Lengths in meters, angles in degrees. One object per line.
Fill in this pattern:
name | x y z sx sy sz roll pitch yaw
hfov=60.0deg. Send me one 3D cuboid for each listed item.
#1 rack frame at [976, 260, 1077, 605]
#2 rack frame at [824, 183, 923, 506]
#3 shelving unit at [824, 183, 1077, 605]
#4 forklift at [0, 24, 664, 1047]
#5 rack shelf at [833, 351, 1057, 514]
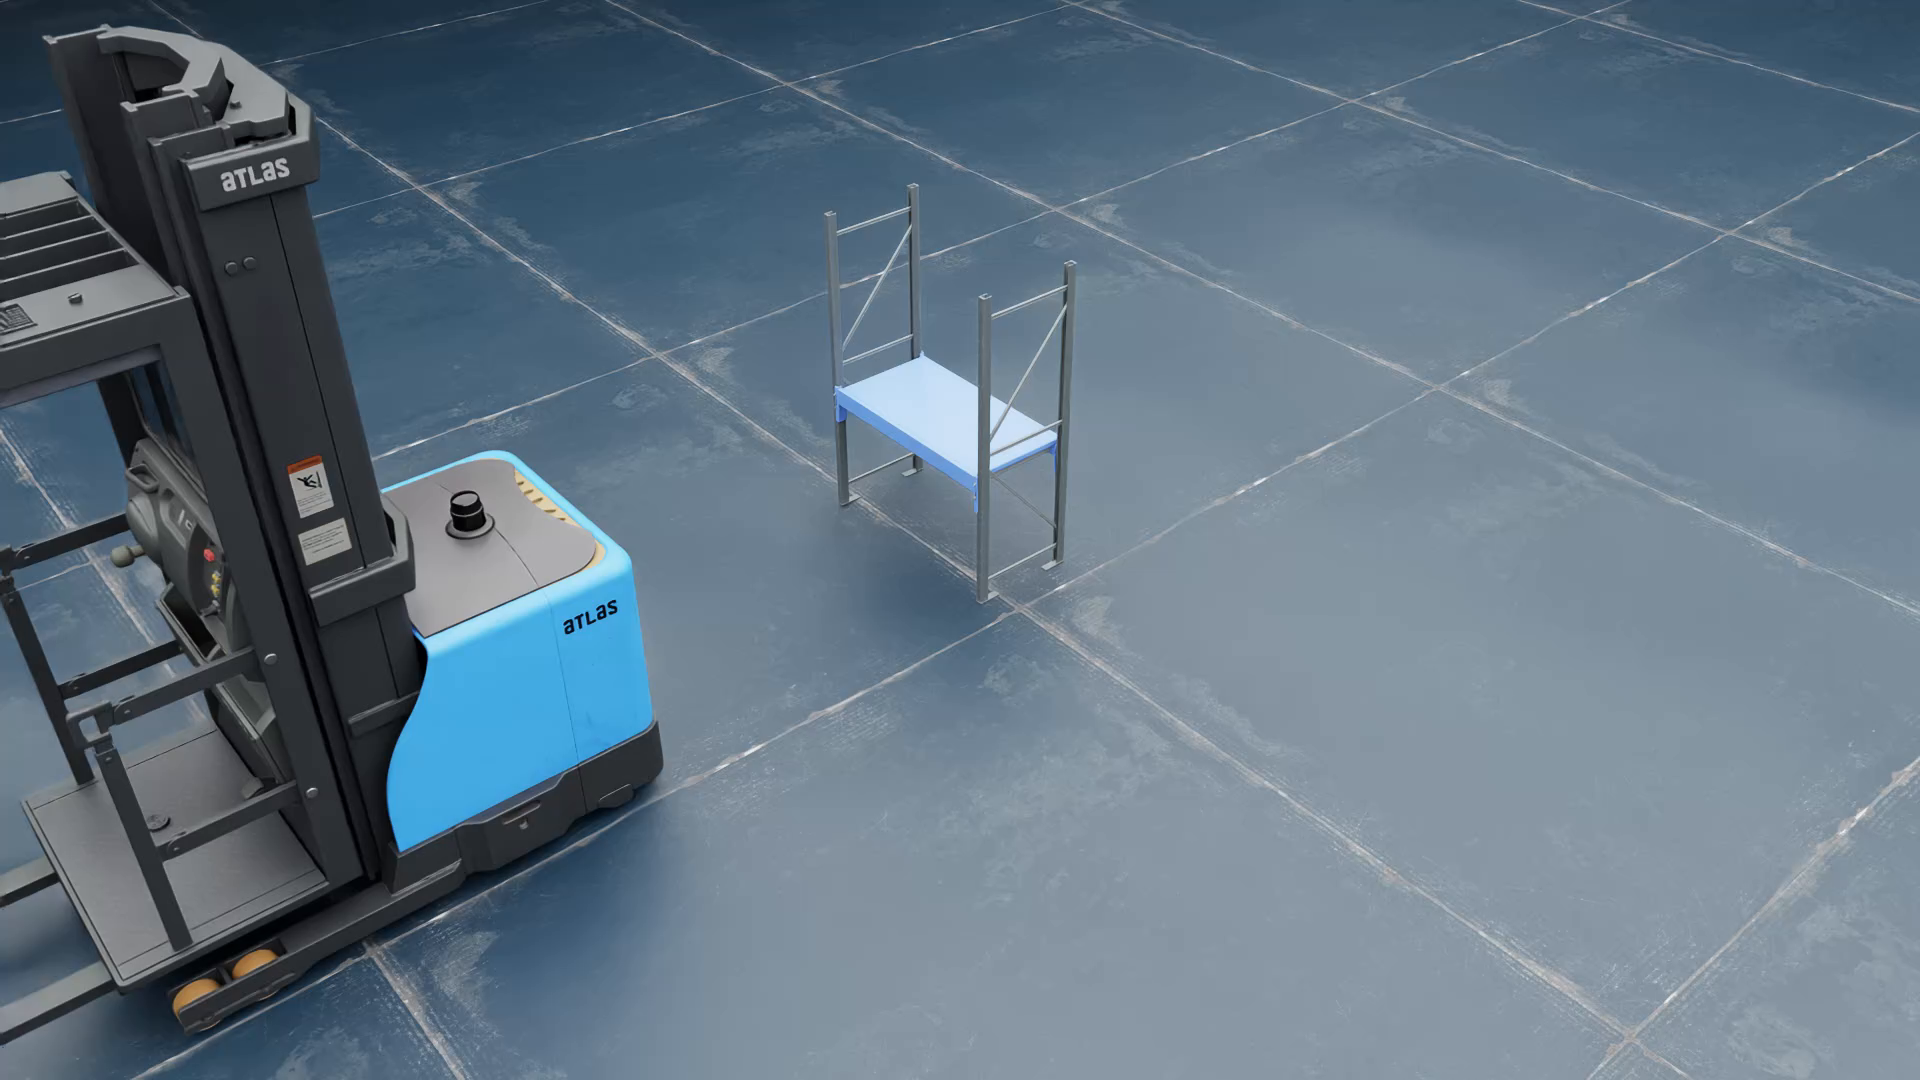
rack frame | 0.273 -0.425 7.053 0.500 1.500 0.032 -26 43 -32
rack frame | -0.383 -0.874 7.687 0.500 1.500 0.032 -26 43 -32
shelving unit | -0.055 -0.650 7.370 0.538 1.500 1.048 -26 43 -32
forklift | -2.595 0.071 5.114 3.031 2.935 1.130 -26 43 -32
rack shelf | -0.055 -0.503 7.474 0.538 0.185 1.000 -26 43 -32
